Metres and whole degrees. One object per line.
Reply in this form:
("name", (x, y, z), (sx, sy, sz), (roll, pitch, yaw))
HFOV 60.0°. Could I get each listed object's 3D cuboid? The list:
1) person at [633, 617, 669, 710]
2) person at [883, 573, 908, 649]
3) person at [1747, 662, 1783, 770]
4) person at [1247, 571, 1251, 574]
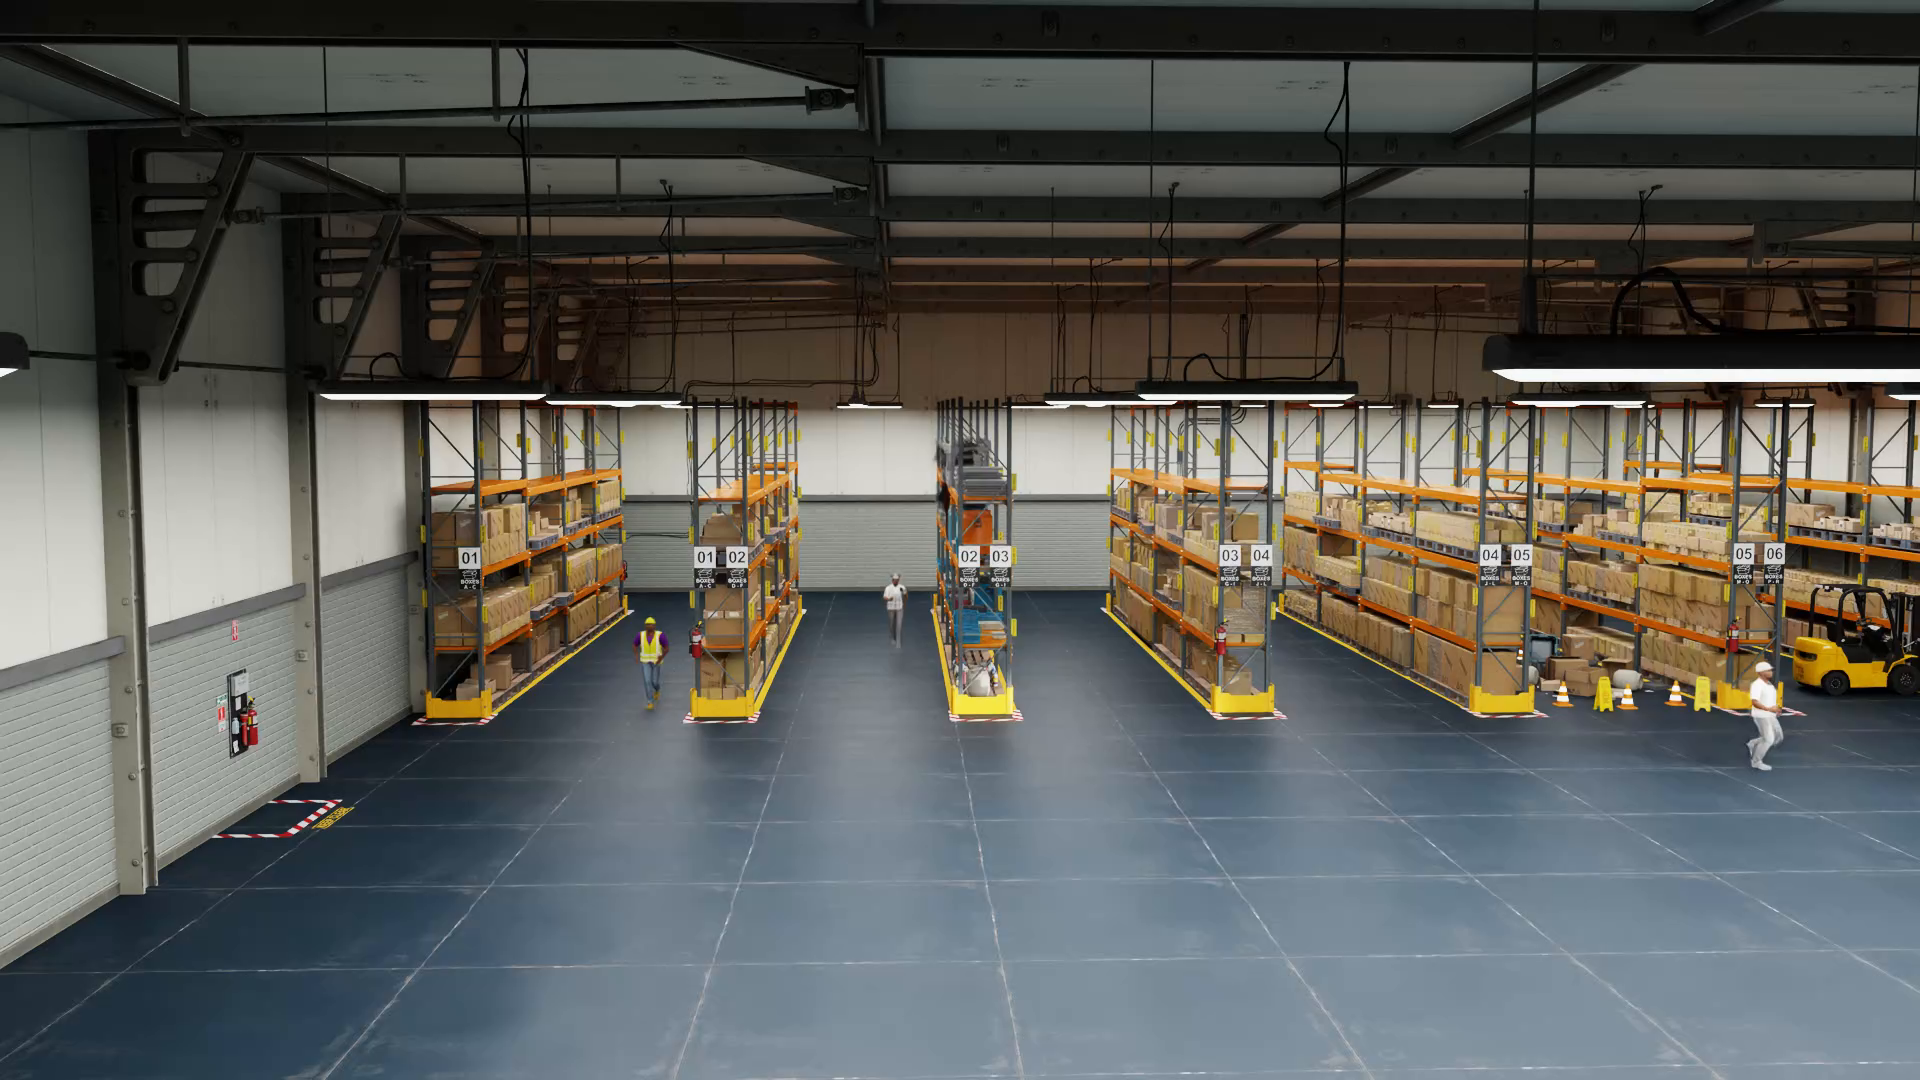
("person", (-5.995, 2.367, 32.249), (0.704, 1.760, 0.823), (0, 4, -5))
("person", (-1.476, 1.630, 38.077), (0.575, 1.743, 0.842), (0, 4, -3))
("person", (12.882, 2.810, 26.612), (0.582, 1.723, 0.700), (4, 6, 44))
("person", (8.065, 1.395, 45.468), (0.604, 1.622, 0.698), (1, 4, 7))
